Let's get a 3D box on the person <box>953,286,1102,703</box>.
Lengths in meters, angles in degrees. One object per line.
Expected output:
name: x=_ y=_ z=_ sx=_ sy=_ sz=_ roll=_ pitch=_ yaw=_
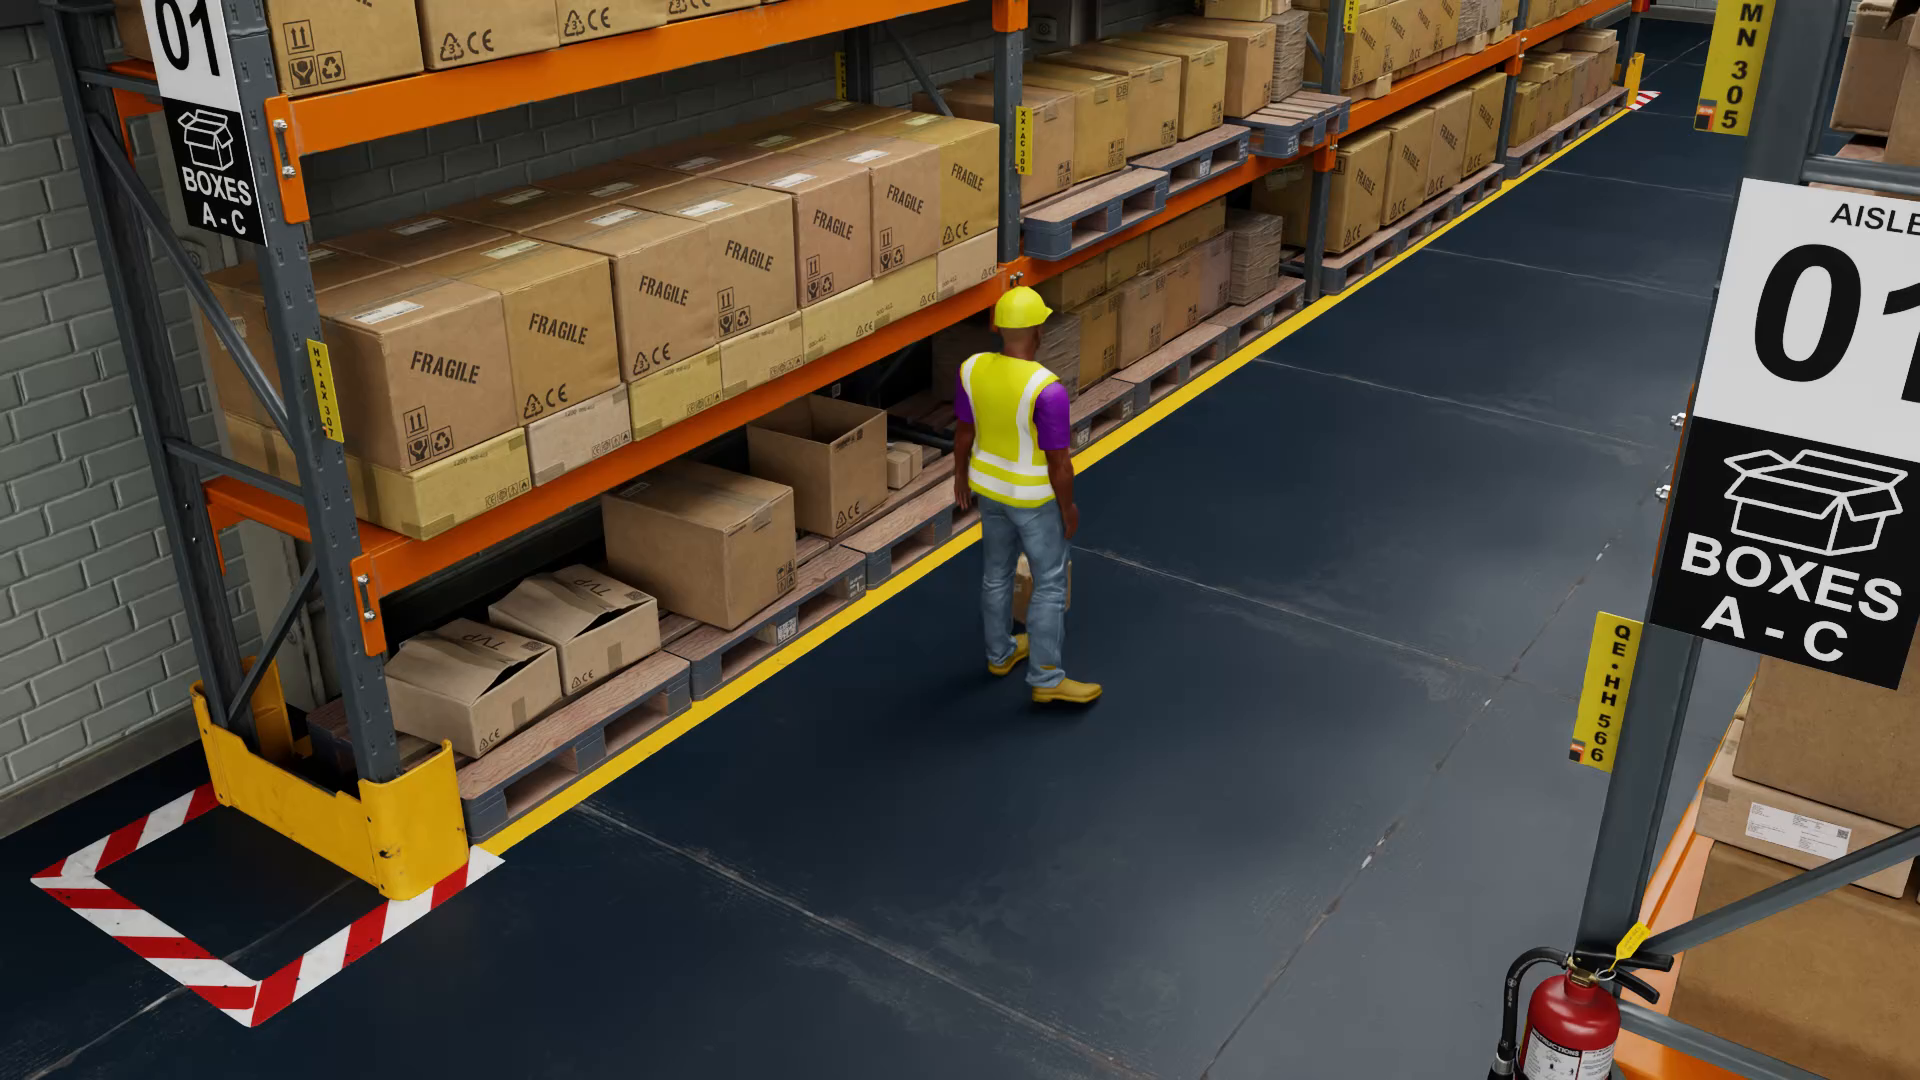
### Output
person: x=0.298 y=-0.196 z=6.957 sx=0.765 sy=1.769 sz=0.397 roll=21 pitch=34 yaw=36
